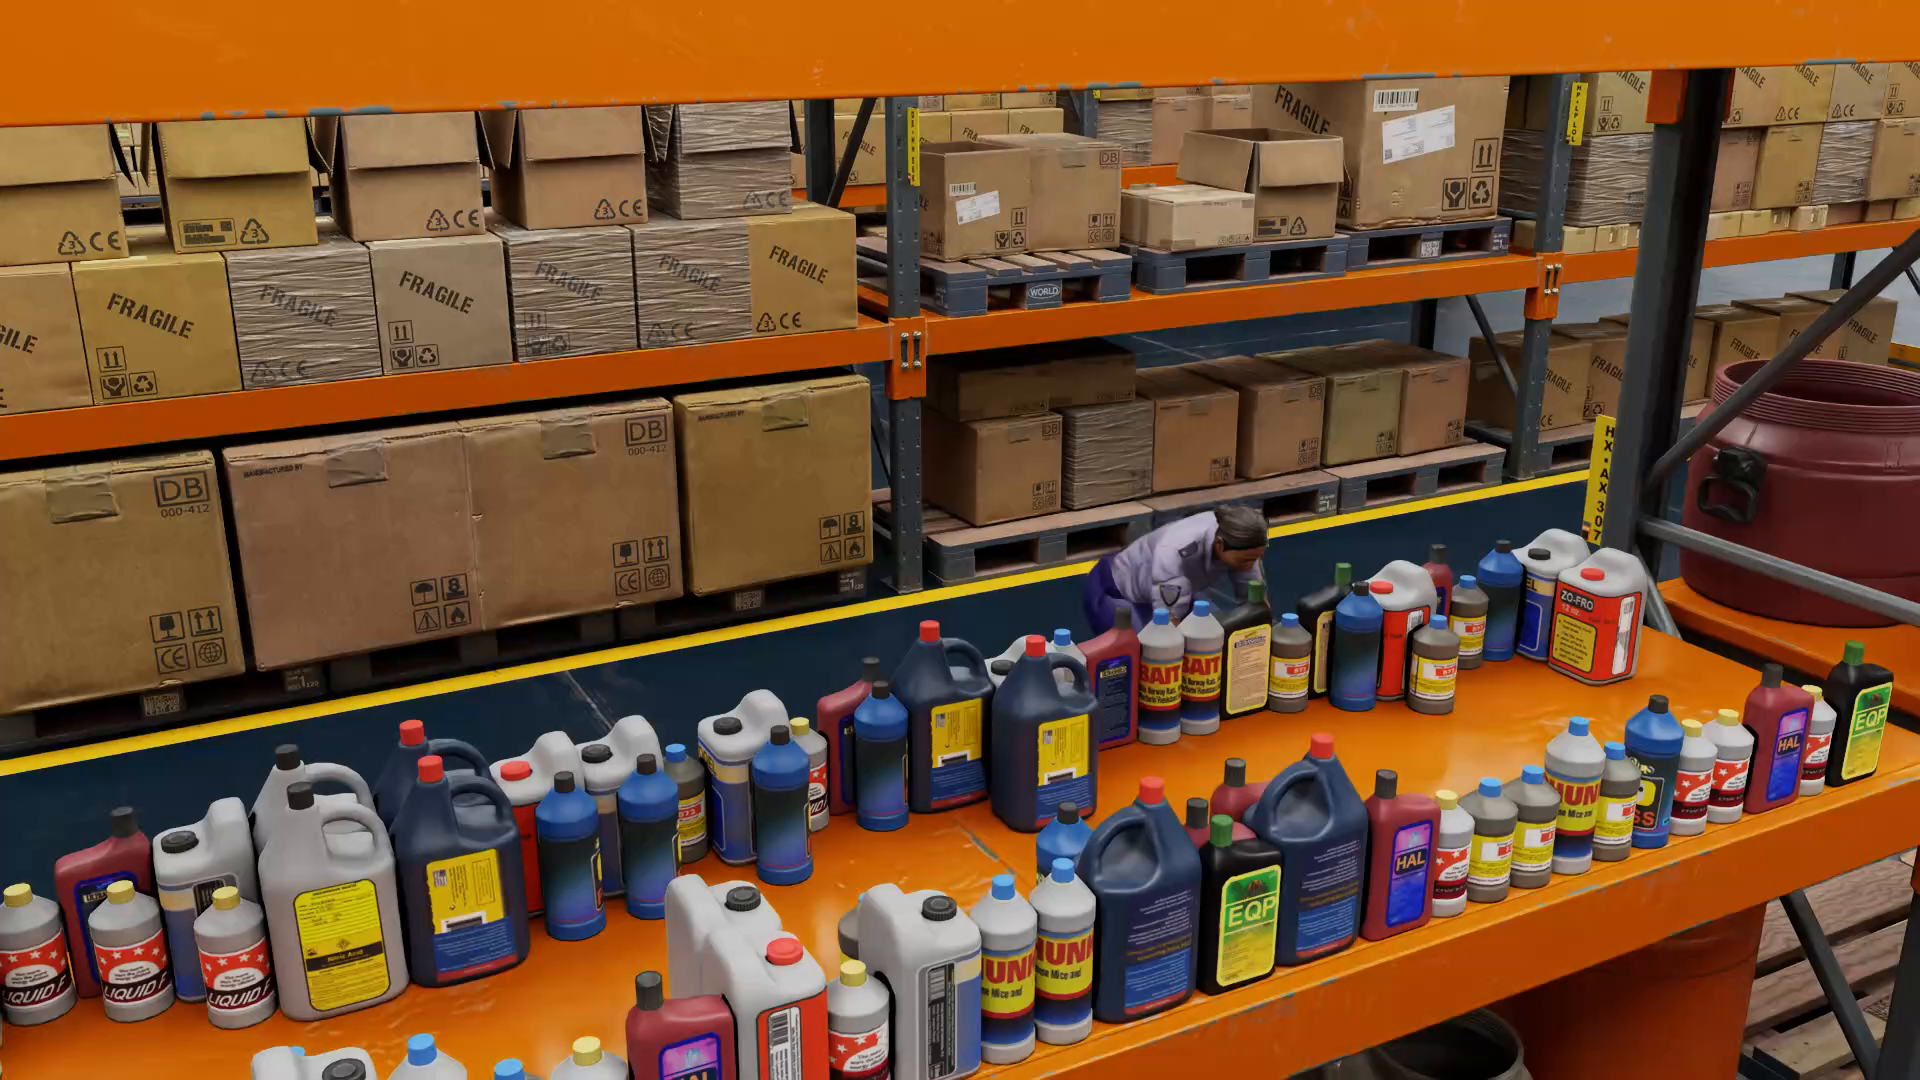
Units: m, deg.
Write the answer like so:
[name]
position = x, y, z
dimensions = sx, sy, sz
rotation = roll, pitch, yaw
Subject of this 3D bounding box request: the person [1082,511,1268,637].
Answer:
[person]
position = 0.780, 0.315, 6.256
dimensions = 0.530, 0.949, 0.637
rotation = -10, 21, -27
